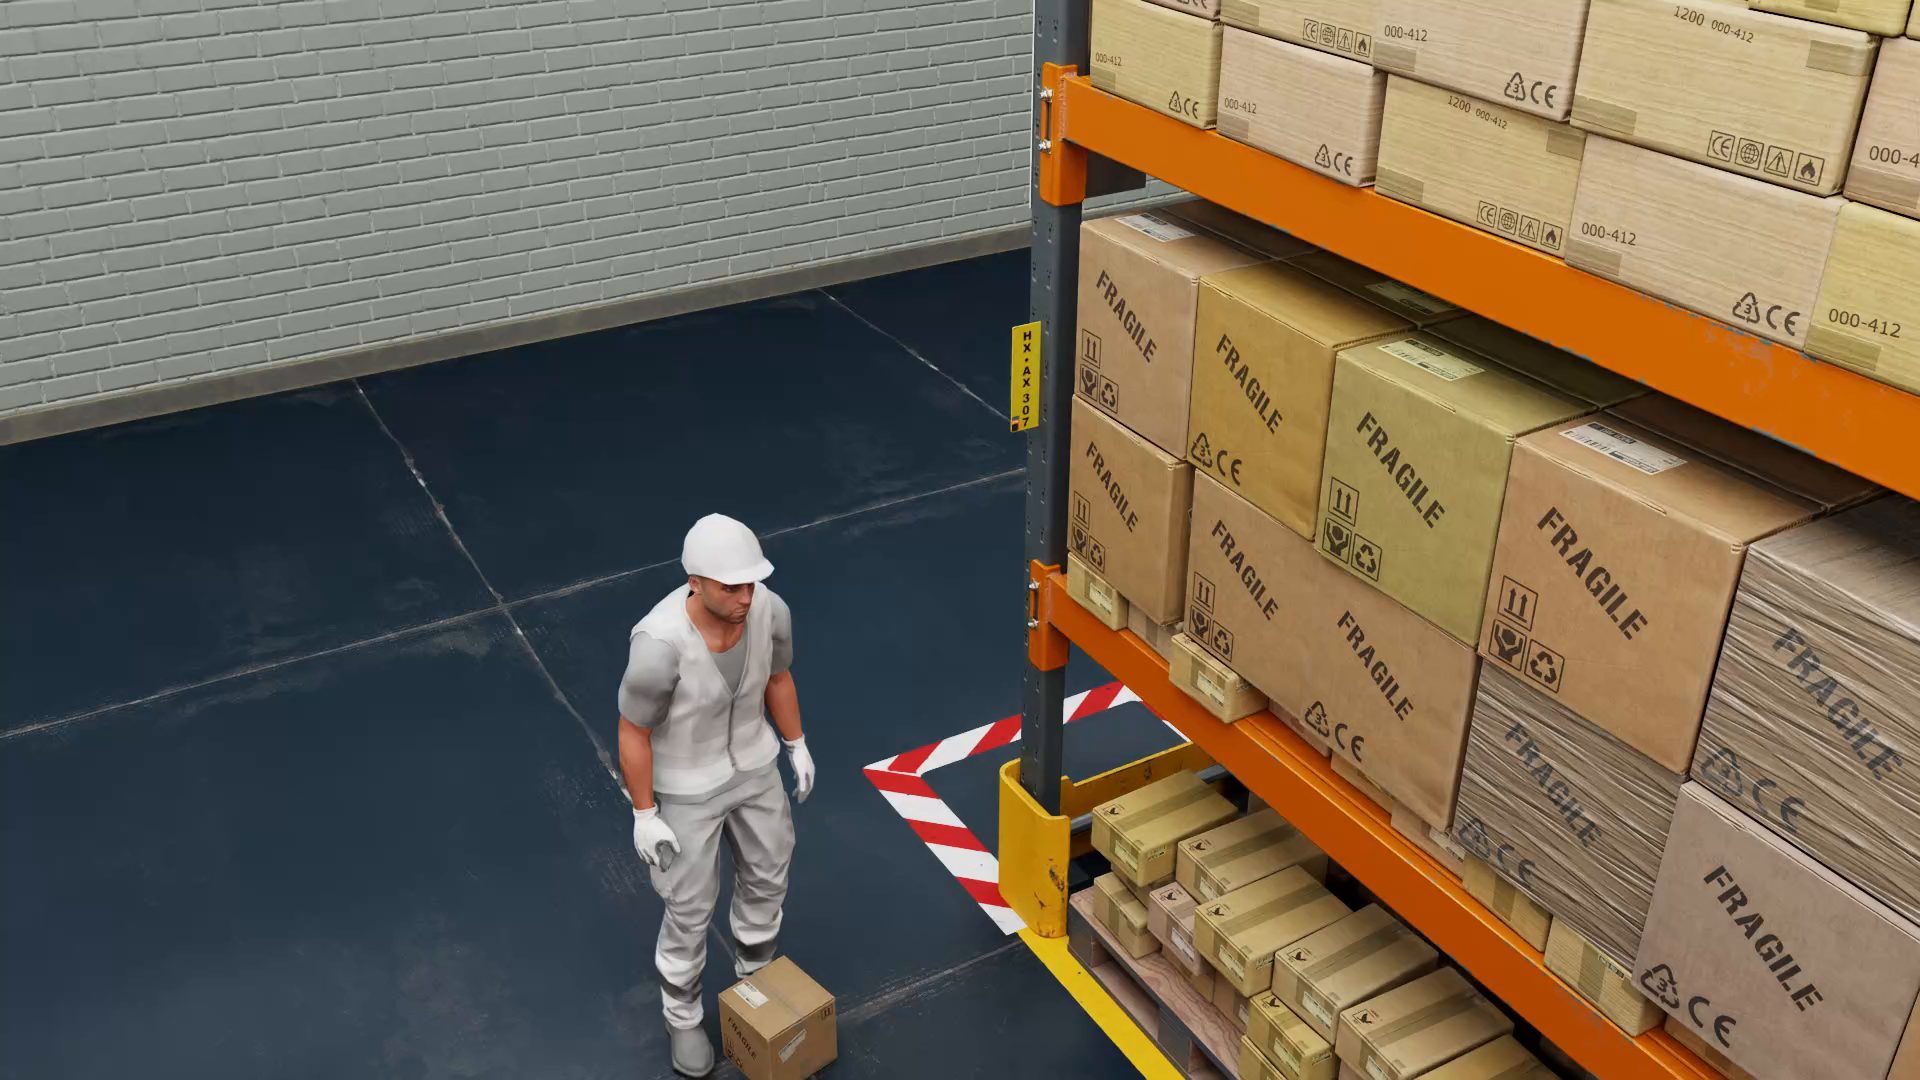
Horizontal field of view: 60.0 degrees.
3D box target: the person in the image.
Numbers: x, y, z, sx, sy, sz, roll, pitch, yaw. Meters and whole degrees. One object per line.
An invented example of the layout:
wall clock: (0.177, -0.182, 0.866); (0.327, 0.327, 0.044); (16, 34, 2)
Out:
person: (-0.685, 0.711, 4.813); (0.619, 1.780, 0.448); (-22, 36, -35)
